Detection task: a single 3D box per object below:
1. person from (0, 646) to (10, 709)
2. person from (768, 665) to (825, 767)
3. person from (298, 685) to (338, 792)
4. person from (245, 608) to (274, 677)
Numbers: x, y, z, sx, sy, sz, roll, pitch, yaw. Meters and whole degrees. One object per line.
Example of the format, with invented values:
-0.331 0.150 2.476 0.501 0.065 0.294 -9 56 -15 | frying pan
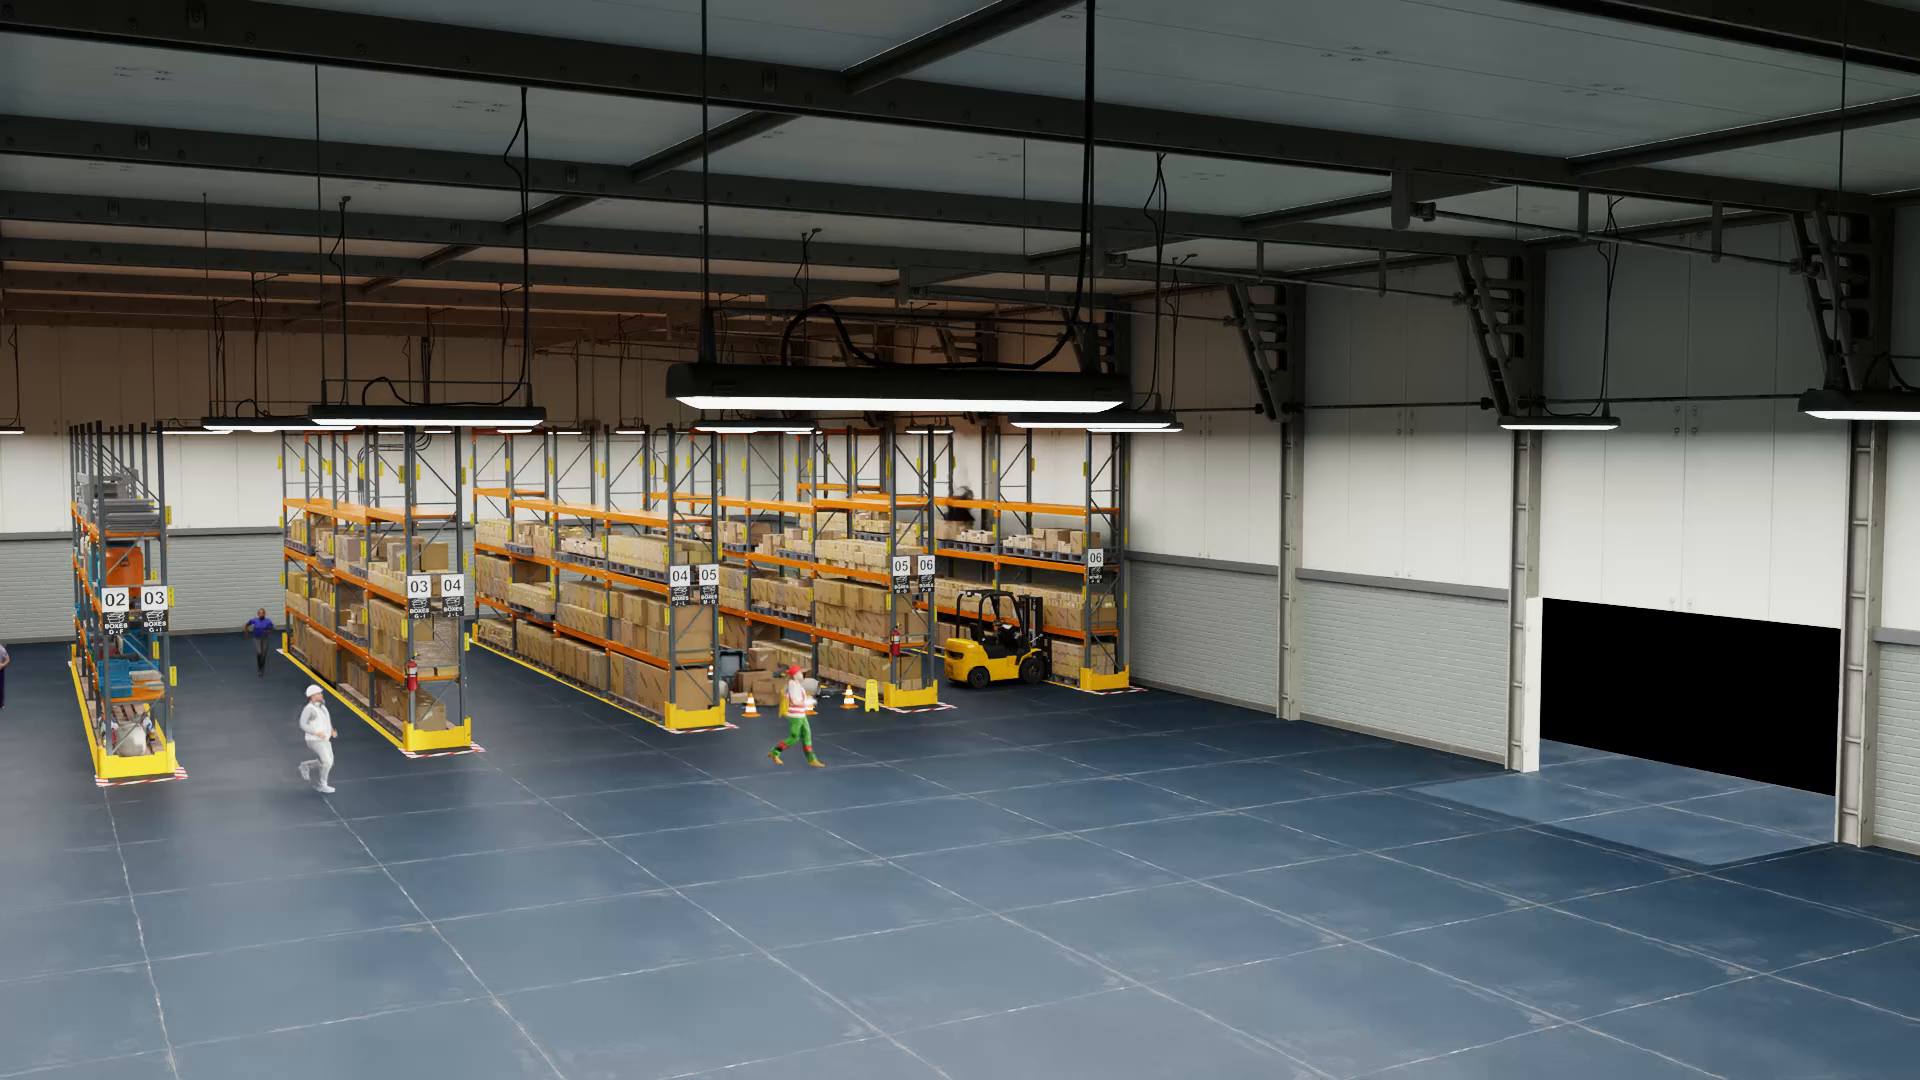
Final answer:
-20.027 2.786 34.437 0.613 1.640 0.705 -2 4 -31 | person
-2.814 3.036 28.604 0.987 1.784 0.654 0 4 0 | person
-10.426 3.207 26.859 0.638 1.737 0.660 0 4 4 | person
-16.714 2.446 39.720 0.603 1.638 0.797 -2 4 -29 | person
